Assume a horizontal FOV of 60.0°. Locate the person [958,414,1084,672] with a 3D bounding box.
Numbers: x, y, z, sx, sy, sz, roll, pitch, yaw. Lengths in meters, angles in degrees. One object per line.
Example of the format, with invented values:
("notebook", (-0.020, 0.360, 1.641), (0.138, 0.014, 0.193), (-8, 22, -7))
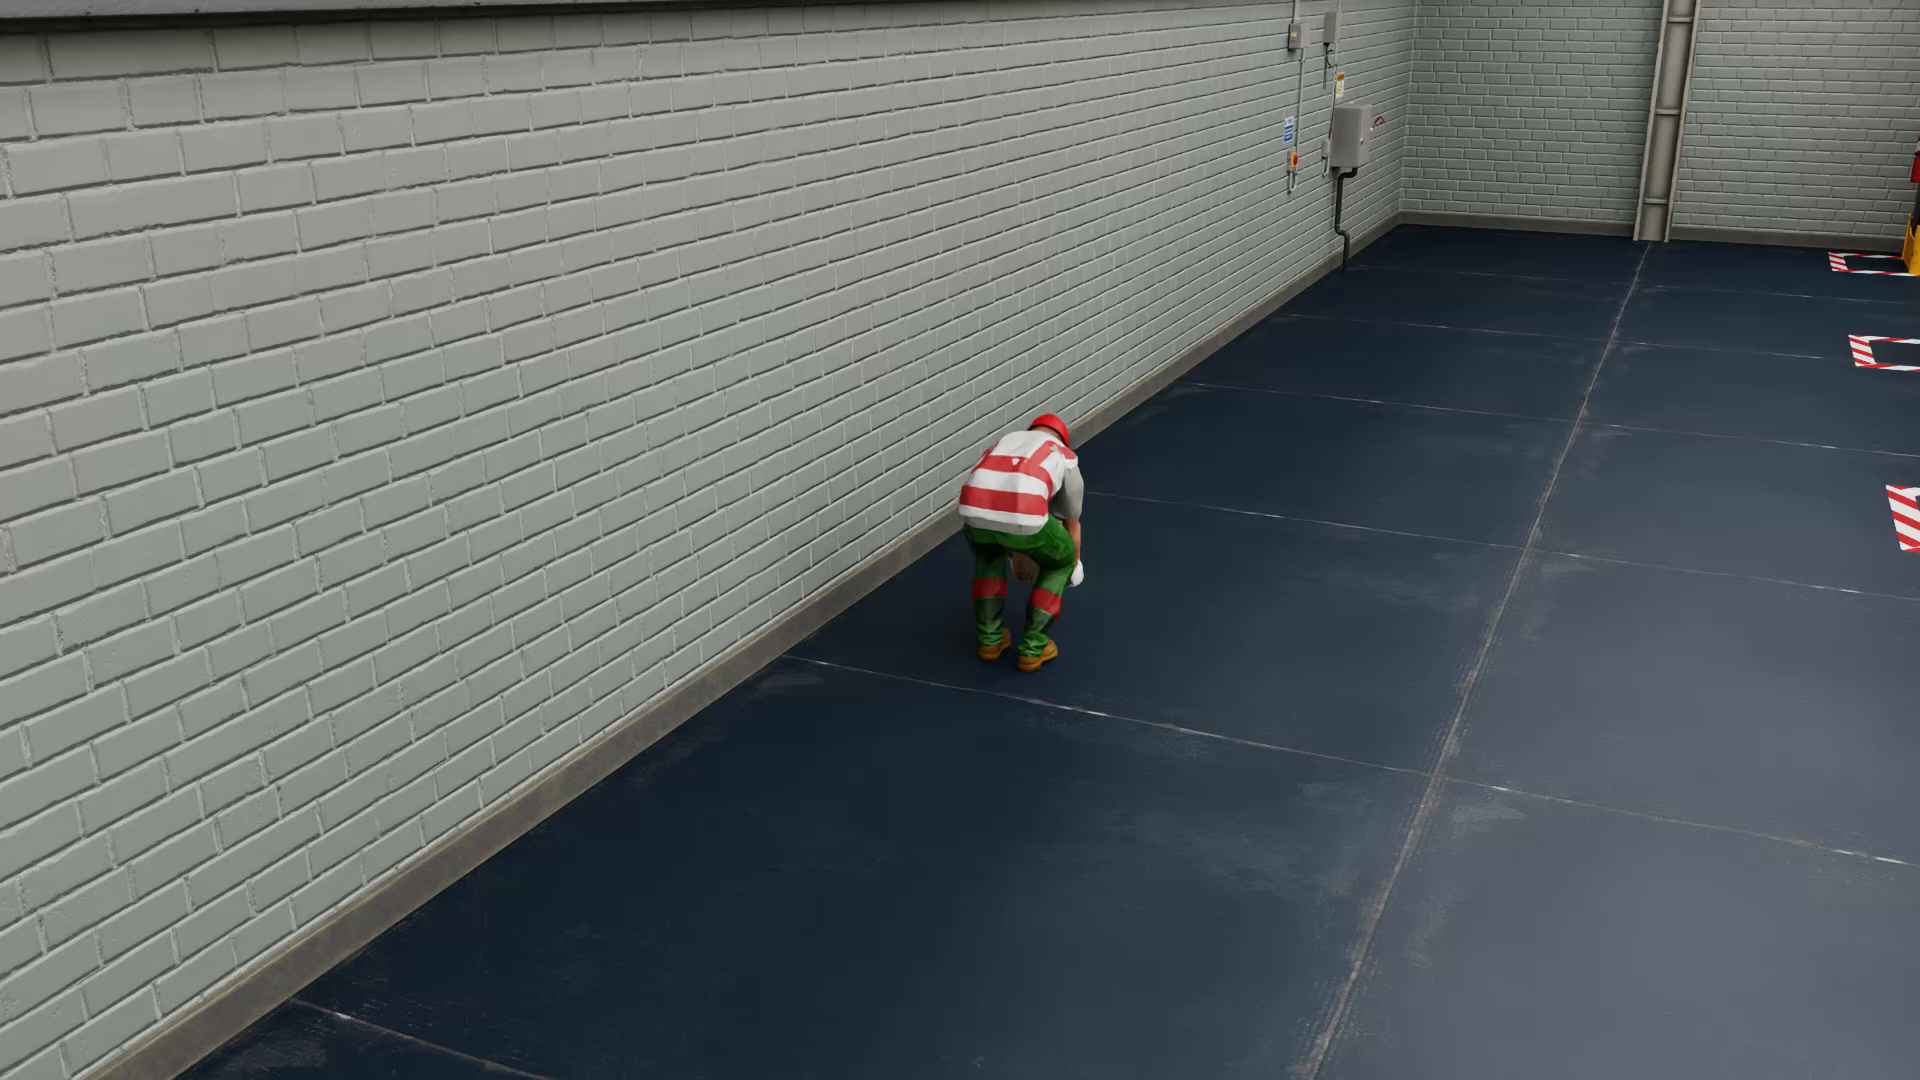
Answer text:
("person", (0.305, 0.007, 7.686), (0.523, 1.025, 0.958), (7, 20, 20))
